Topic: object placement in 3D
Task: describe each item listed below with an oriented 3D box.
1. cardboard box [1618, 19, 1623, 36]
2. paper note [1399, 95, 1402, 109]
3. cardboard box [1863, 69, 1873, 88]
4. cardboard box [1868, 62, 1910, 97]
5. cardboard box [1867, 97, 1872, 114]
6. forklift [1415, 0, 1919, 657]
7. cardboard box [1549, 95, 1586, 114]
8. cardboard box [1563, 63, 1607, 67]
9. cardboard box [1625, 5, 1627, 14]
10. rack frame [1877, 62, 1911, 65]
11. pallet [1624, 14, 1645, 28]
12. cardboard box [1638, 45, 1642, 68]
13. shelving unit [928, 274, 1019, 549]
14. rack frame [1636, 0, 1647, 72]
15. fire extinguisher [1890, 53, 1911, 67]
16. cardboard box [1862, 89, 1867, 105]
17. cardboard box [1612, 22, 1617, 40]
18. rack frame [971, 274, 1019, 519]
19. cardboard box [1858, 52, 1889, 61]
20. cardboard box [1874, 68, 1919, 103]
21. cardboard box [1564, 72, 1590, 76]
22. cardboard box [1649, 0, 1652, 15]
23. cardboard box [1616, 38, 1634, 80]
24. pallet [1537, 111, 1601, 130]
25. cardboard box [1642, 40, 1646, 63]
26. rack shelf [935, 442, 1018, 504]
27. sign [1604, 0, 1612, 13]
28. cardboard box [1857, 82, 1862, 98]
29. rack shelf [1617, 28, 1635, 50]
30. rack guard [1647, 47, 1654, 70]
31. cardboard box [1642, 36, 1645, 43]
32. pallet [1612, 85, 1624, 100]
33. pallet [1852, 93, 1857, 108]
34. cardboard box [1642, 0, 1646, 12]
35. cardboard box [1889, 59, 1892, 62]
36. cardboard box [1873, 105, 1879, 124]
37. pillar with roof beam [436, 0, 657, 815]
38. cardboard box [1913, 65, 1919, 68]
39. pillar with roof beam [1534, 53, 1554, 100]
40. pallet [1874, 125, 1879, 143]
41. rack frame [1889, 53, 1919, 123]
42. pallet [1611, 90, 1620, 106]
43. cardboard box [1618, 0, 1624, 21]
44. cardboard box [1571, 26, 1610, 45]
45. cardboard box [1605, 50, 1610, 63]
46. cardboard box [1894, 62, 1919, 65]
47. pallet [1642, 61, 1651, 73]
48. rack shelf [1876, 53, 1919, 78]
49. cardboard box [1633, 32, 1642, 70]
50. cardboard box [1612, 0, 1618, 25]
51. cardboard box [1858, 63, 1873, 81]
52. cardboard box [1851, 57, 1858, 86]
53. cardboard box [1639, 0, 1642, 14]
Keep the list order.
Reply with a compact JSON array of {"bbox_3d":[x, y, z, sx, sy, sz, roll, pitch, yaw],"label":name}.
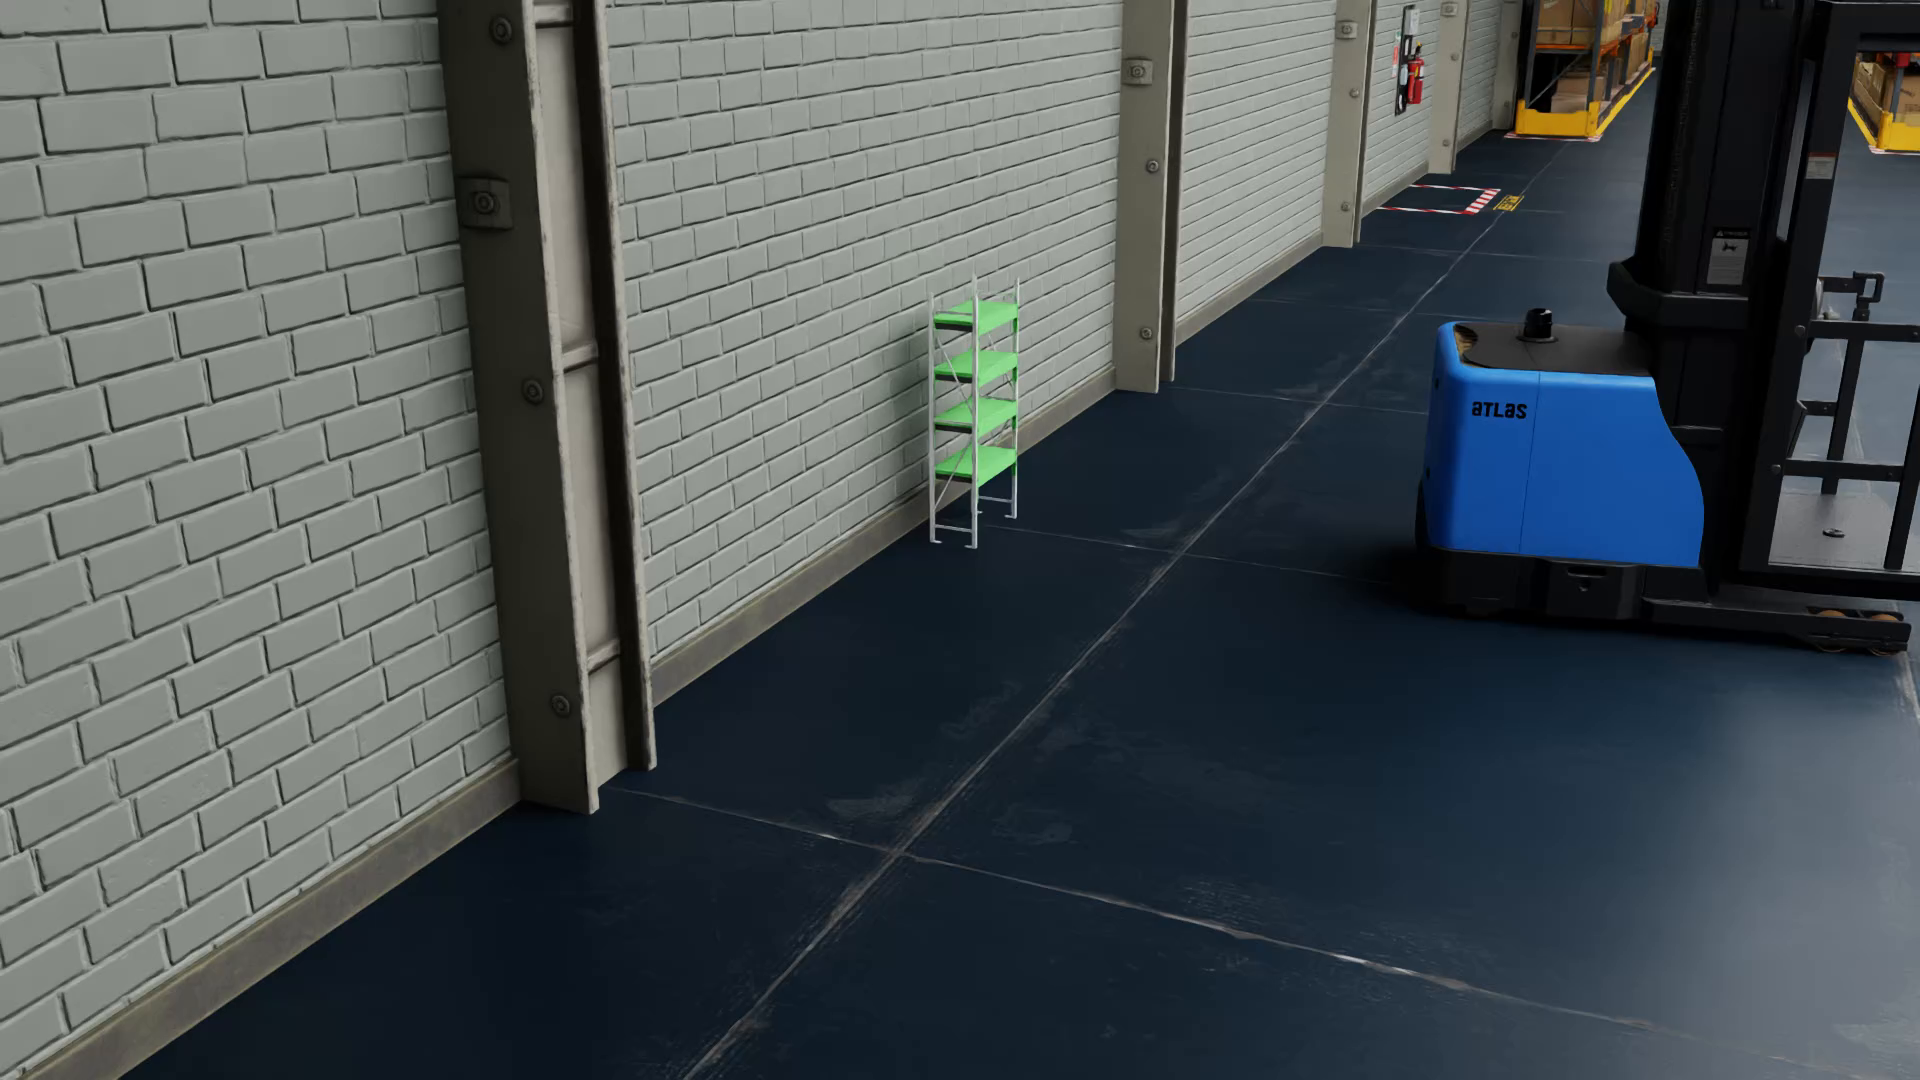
[{"bbox_3d":[10.781,-8.574,27.796,0.500,0.250,0.500,9,21,23],"label":"cardboard box"},{"bbox_3d":[4.919,-4.888,18.551,0.016,0.148,0.142,9,21,23],"label":"paper note"},{"bbox_3d":[15.538,-7.785,28.023,0.500,0.311,0.500,8,21,23],"label":"cardboard box"},{"bbox_3d":[14.744,-7.300,26.377,0.500,0.500,0.500,9,21,23],"label":"cardboard box"},{"bbox_3d":[14.544,-6.793,26.071,0.500,0.250,0.500,9,21,23],"label":"cardboard box"},{"bbox_3d":[3.539,-1.109,6.713,3.031,2.935,1.130,4,20,12],"label":"forklift"},{"bbox_3d":[9.426,-6.739,25.797,0.500,0.311,0.500,6,20,17],"label":"cardboard box"},{"bbox_3d":[11.151,-8.244,29.746,0.700,0.500,0.500,8,21,22],"label":"cardboard box"},{"bbox_3d":[12.153,-10.154,31.238,0.700,0.500,0.500,6,20,16],"label":"cardboard box"},{"bbox_3d":[15.220,-8.143,26.390,1.000,3.000,0.127,9,21,23],"label":"rack frame"},{"bbox_3d":[12.142,-9.722,31.115,1.213,0.211,1.003,9,21,23],"label":"pallet"},{"bbox_3d":[14.583,-10.655,36.557,0.700,0.500,0.500,8,21,22],"label":"cardboard box"},{"bbox_3d":[0.068,-0.616,7.910,0.258,1.200,0.503,9,21,23],"label":"shelving unit"},{"bbox_3d":[13.975,-11.268,35.175,1.000,3.000,0.127,9,21,23],"label":"rack frame"},{"bbox_3d":[13.110,-6.912,23.043,0.296,0.674,0.183,9,21,23],"label":"fire extinguisher"},{"bbox_3d":[15.334,-7.367,27.683,0.500,0.250,0.500,8,21,22],"label":"cardboard box"},{"bbox_3d":[10.173,-8.113,26.500,0.500,0.250,0.500,9,21,23],"label":"cardboard box"},{"bbox_3d":[0.168,-0.691,8.120,0.240,1.200,0.015,9,21,23],"label":"rack frame"},{"bbox_3d":[17.046,-9.085,30.993,0.500,0.250,0.500,9,22,25],"label":"cardboard box"},{"bbox_3d":[14.132,-6.841,25.087,0.500,0.500,0.500,9,21,23],"label":"cardboard box"},{"bbox_3d":[10.310,-7.529,27.736,0.500,0.500,0.500,7,21,19],"label":"cardboard box"},{"bbox_3d":[14.805,-12.019,36.839,0.980,0.700,0.700,7,21,20],"label":"cardboard box"},{"bbox_3d":[12.758,-9.437,32.608,0.750,0.750,0.750,8,21,22],"label":"cardboard box"},{"bbox_3d":[9.457,-6.552,26.077,1.003,0.211,1.213,9,21,23],"label":"pallet"},{"bbox_3d":[15.213,-11.130,37.891,0.700,0.500,0.500,8,21,23],"label":"cardboard box"},{"bbox_3d":[0.068,-0.330,8.012,0.258,0.148,0.480,9,21,23],"label":"rack shelf"},{"bbox_3d":[9.556,-7.933,24.506,0.100,0.325,0.005,9,21,23],"label":"sign"},{"bbox_3d":[15.963,-7.835,29.001,0.500,0.250,0.500,8,21,21],"label":"cardboard box"},{"bbox_3d":[11.518,-9.094,30.138,1.077,0.370,4.000,9,21,23],"label":"rack shelf"},{"bbox_3d":[15.623,-11.320,39.053,1.175,0.500,0.348,9,21,23],"label":"rack guard"},{"bbox_3d":[14.895,-11.047,36.691,0.380,0.149,0.250,8,21,21],"label":"cardboard box"},{"bbox_3d":[12.015,-8.492,31.533,1.003,0.211,1.213,9,21,23],"label":"pallet"},{"bbox_3d":[16.485,-7.806,29.603,1.003,0.211,1.213,9,21,23],"label":"pallet"},{"bbox_3d":[13.816,-11.131,34.169,0.500,0.500,0.500,9,21,23],"label":"cardboard box"},{"bbox_3d":[17.514,-8.656,30.907,0.500,0.500,0.500,8,21,21],"label":"cardboard box"},{"bbox_3d":[13.929,-6.335,24.782,0.500,0.250,0.500,9,21,23],"label":"cardboard box"},{"bbox_3d":[2.658,-2.831,2.500,9.100,9.000,0.400,9,21,23],"label":"pillar with roof beam"},{"bbox_3d":[15.014,-7.076,25.747,0.500,0.500,0.500,9,21,23],"label":"cardboard box"},{"bbox_3d":[14.943,-12.002,28.287,9.100,9.000,0.400,9,21,23],"label":"pillar with roof beam"},{"bbox_3d":[13.857,-5.846,24.093,1.003,0.211,1.213,9,21,23],"label":"pallet"},{"bbox_3d":[13.582,-6.921,22.952,1.000,3.000,0.127,9,21,23],"label":"rack frame"},{"bbox_3d":[11.515,-8.121,30.488,1.003,0.211,1.213,9,21,23],"label":"pallet"},{"bbox_3d":[10.588,-8.774,27.238,0.500,0.500,0.500,8,21,22],"label":"cardboard box"},{"bbox_3d":[9.550,-7.644,25.179,0.500,0.250,0.500,8,21,21],"label":"cardboard box"},{"bbox_3d":[11.593,-8.877,30.407,0.500,0.250,0.500,8,21,22],"label":"cardboard box"},{"bbox_3d":[16.868,-8.339,29.580,0.500,0.311,0.500,9,22,24],"label":"cardboard box"},{"bbox_3d":[15.357,-10.921,38.363,1.003,0.211,1.213,9,21,23],"label":"pallet"},{"bbox_3d":[14.401,-7.193,24.792,1.077,0.370,4.000,9,21,23],"label":"rack shelf"},{"bbox_3d":[13.827,-10.236,34.856,0.750,0.750,0.750,9,21,23],"label":"cardboard box"},{"bbox_3d":[9.959,-8.303,25.913,0.500,0.500,0.500,8,21,21],"label":"cardboard box"},{"bbox_3d":[16.168,-8.251,29.333,0.500,0.311,0.500,8,21,21],"label":"cardboard box"},{"bbox_3d":[17.239,-8.872,31.513,0.500,0.500,0.500,8,21,21],"label":"cardboard box"},{"bbox_3d":[13.196,-10.665,32.858,0.500,0.500,0.500,8,21,22],"label":"cardboard box"}]
